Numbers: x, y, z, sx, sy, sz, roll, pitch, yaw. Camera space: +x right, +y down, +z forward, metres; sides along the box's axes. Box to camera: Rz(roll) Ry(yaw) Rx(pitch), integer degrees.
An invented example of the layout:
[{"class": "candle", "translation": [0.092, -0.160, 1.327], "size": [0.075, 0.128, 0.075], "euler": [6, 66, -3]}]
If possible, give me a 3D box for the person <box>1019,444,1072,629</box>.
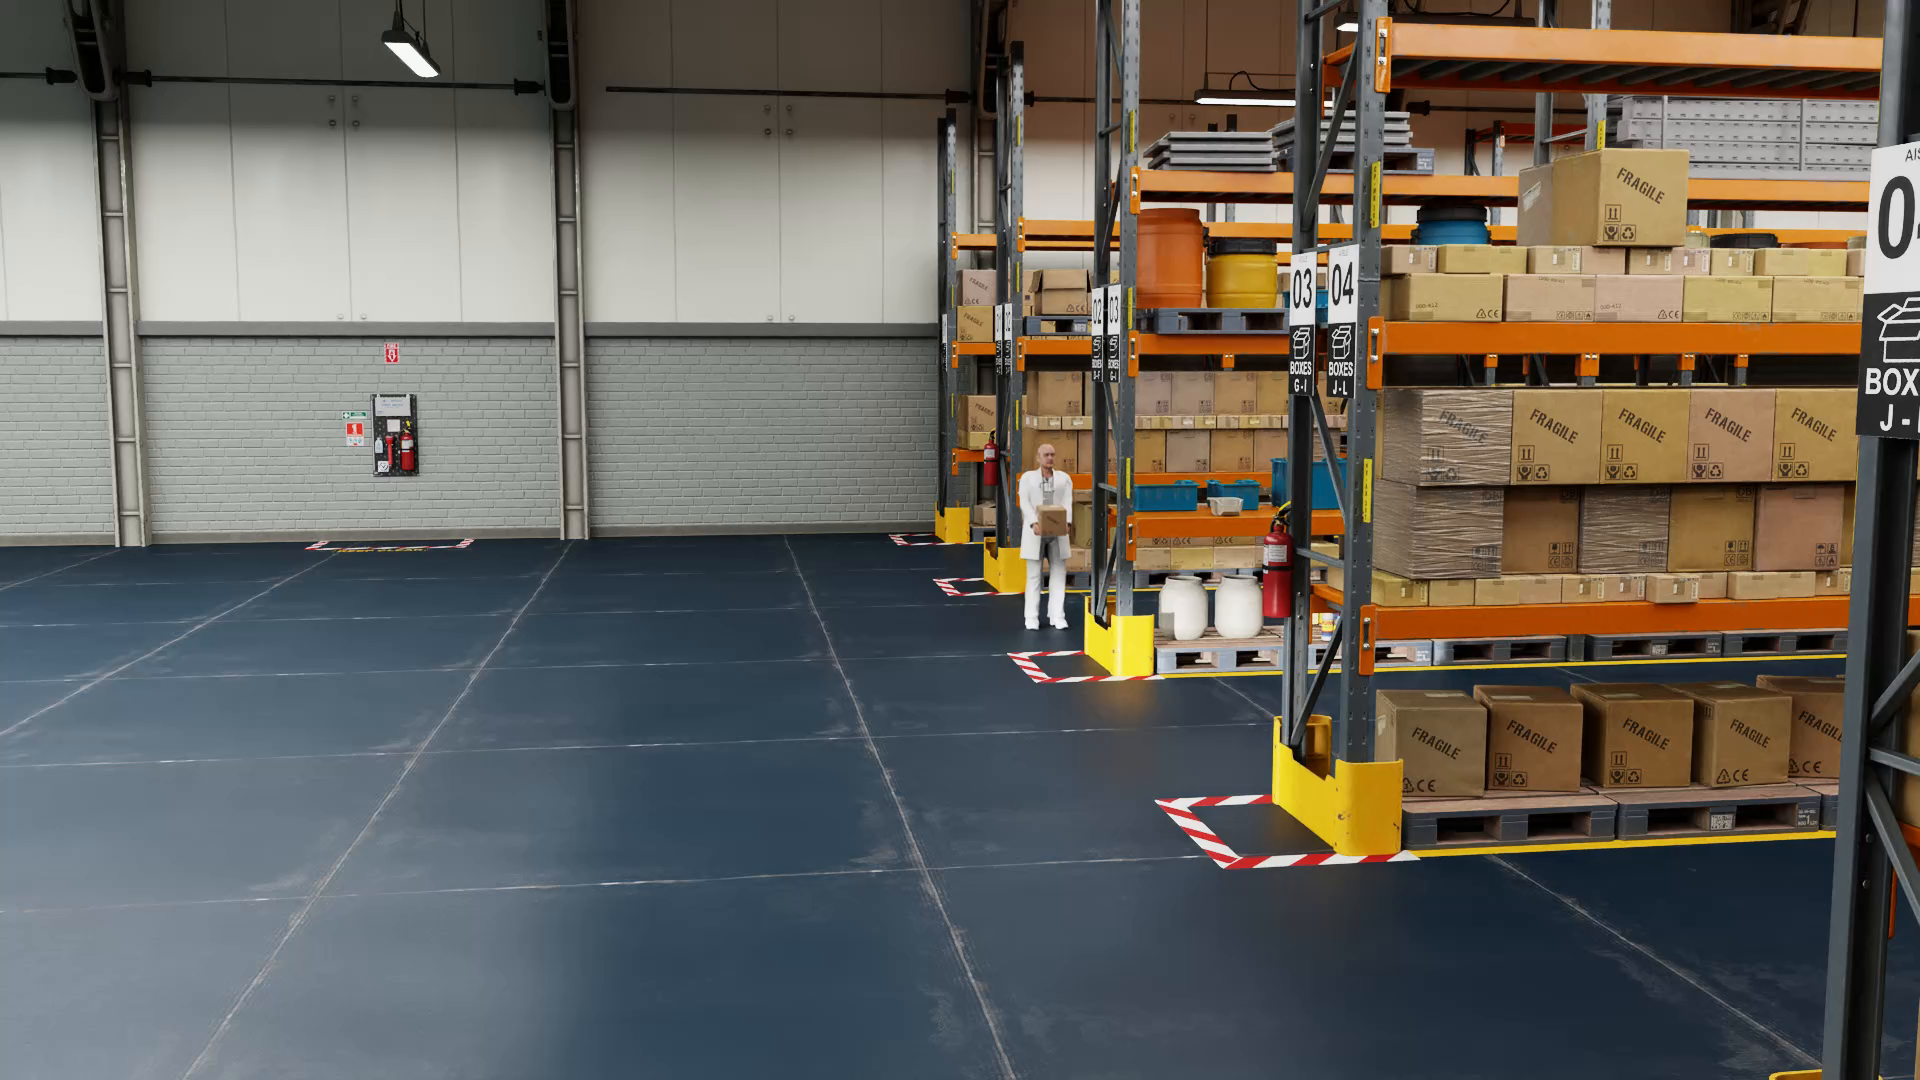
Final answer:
[{"class": "person", "translation": [0.849, -0.026, 16.022], "size": [0.530, 1.771, 0.553], "euler": [-1, 6, -9]}]
